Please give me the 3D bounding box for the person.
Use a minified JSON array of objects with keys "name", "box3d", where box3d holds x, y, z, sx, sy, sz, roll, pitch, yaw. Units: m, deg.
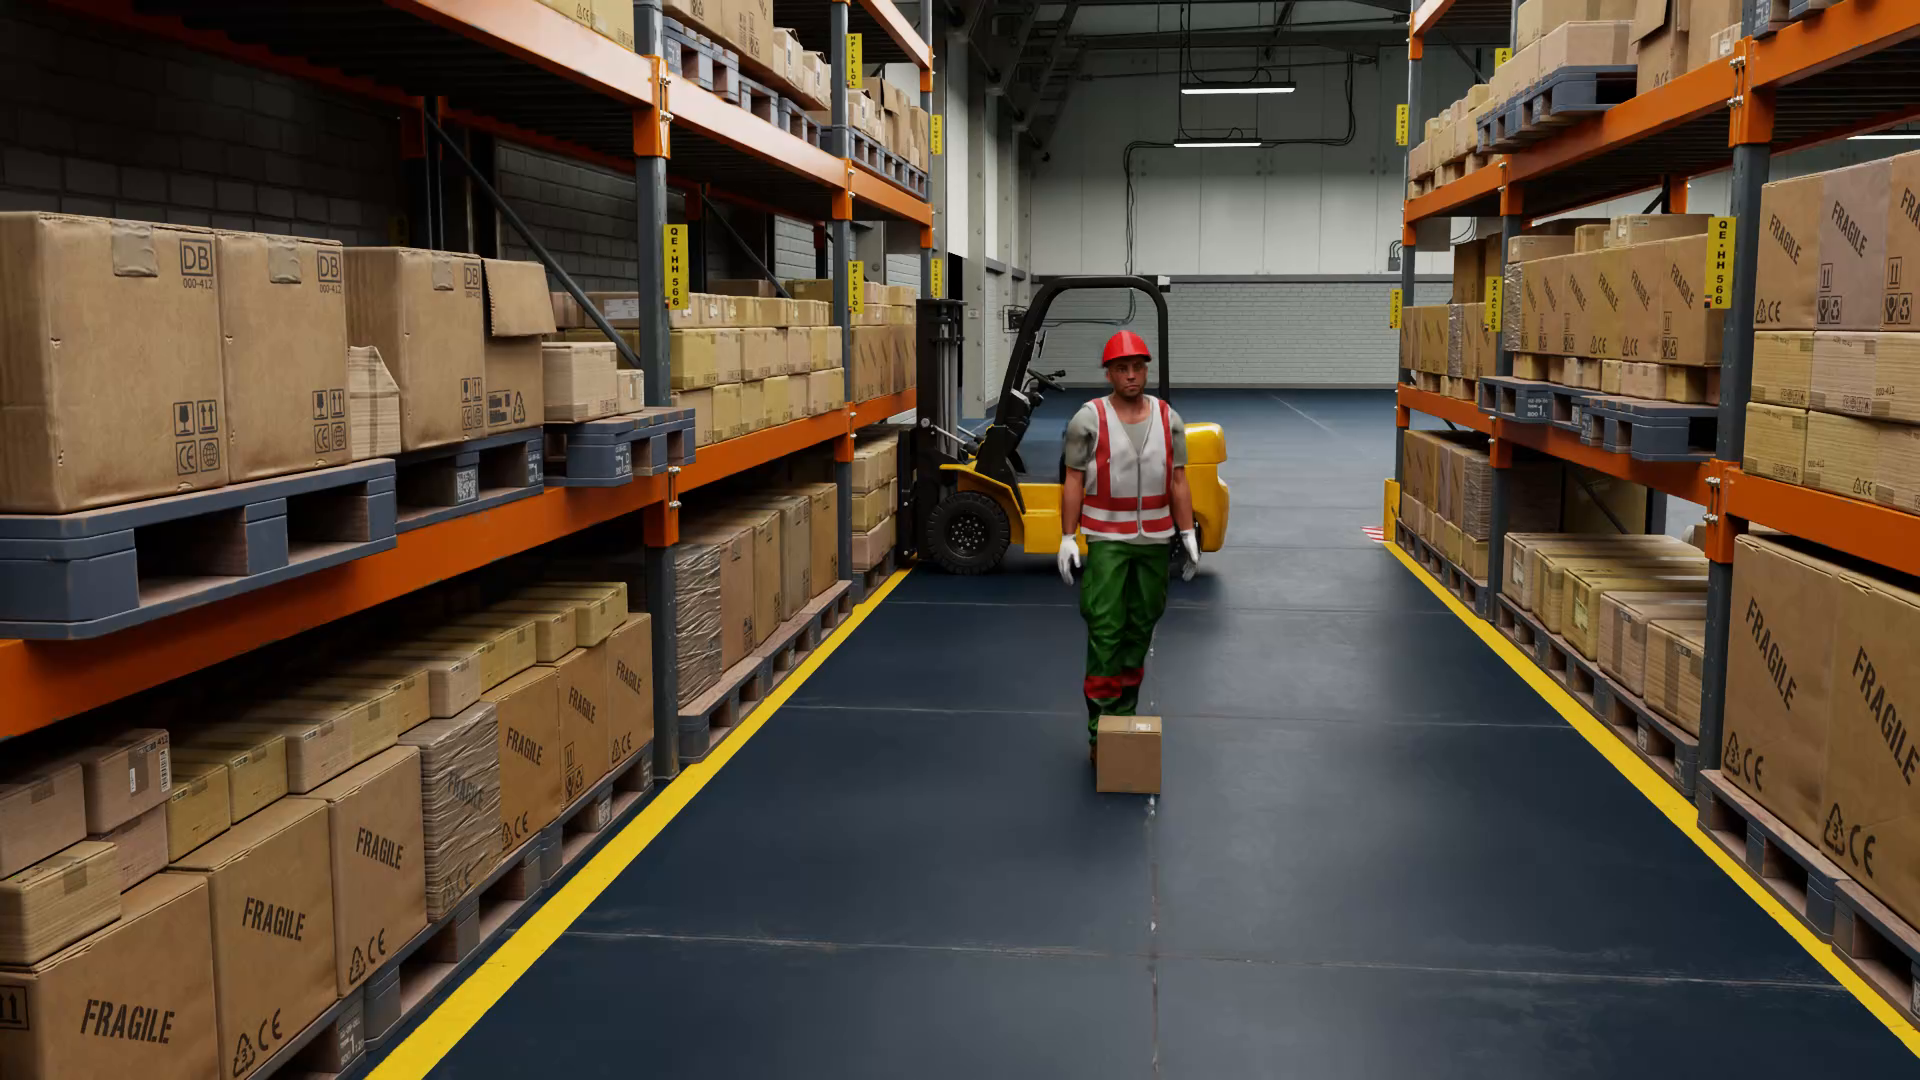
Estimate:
[{"name":"person","box3d":[0.746,0.025,6.916,0.590,1.779,0.608,-2,8,-17]}]
